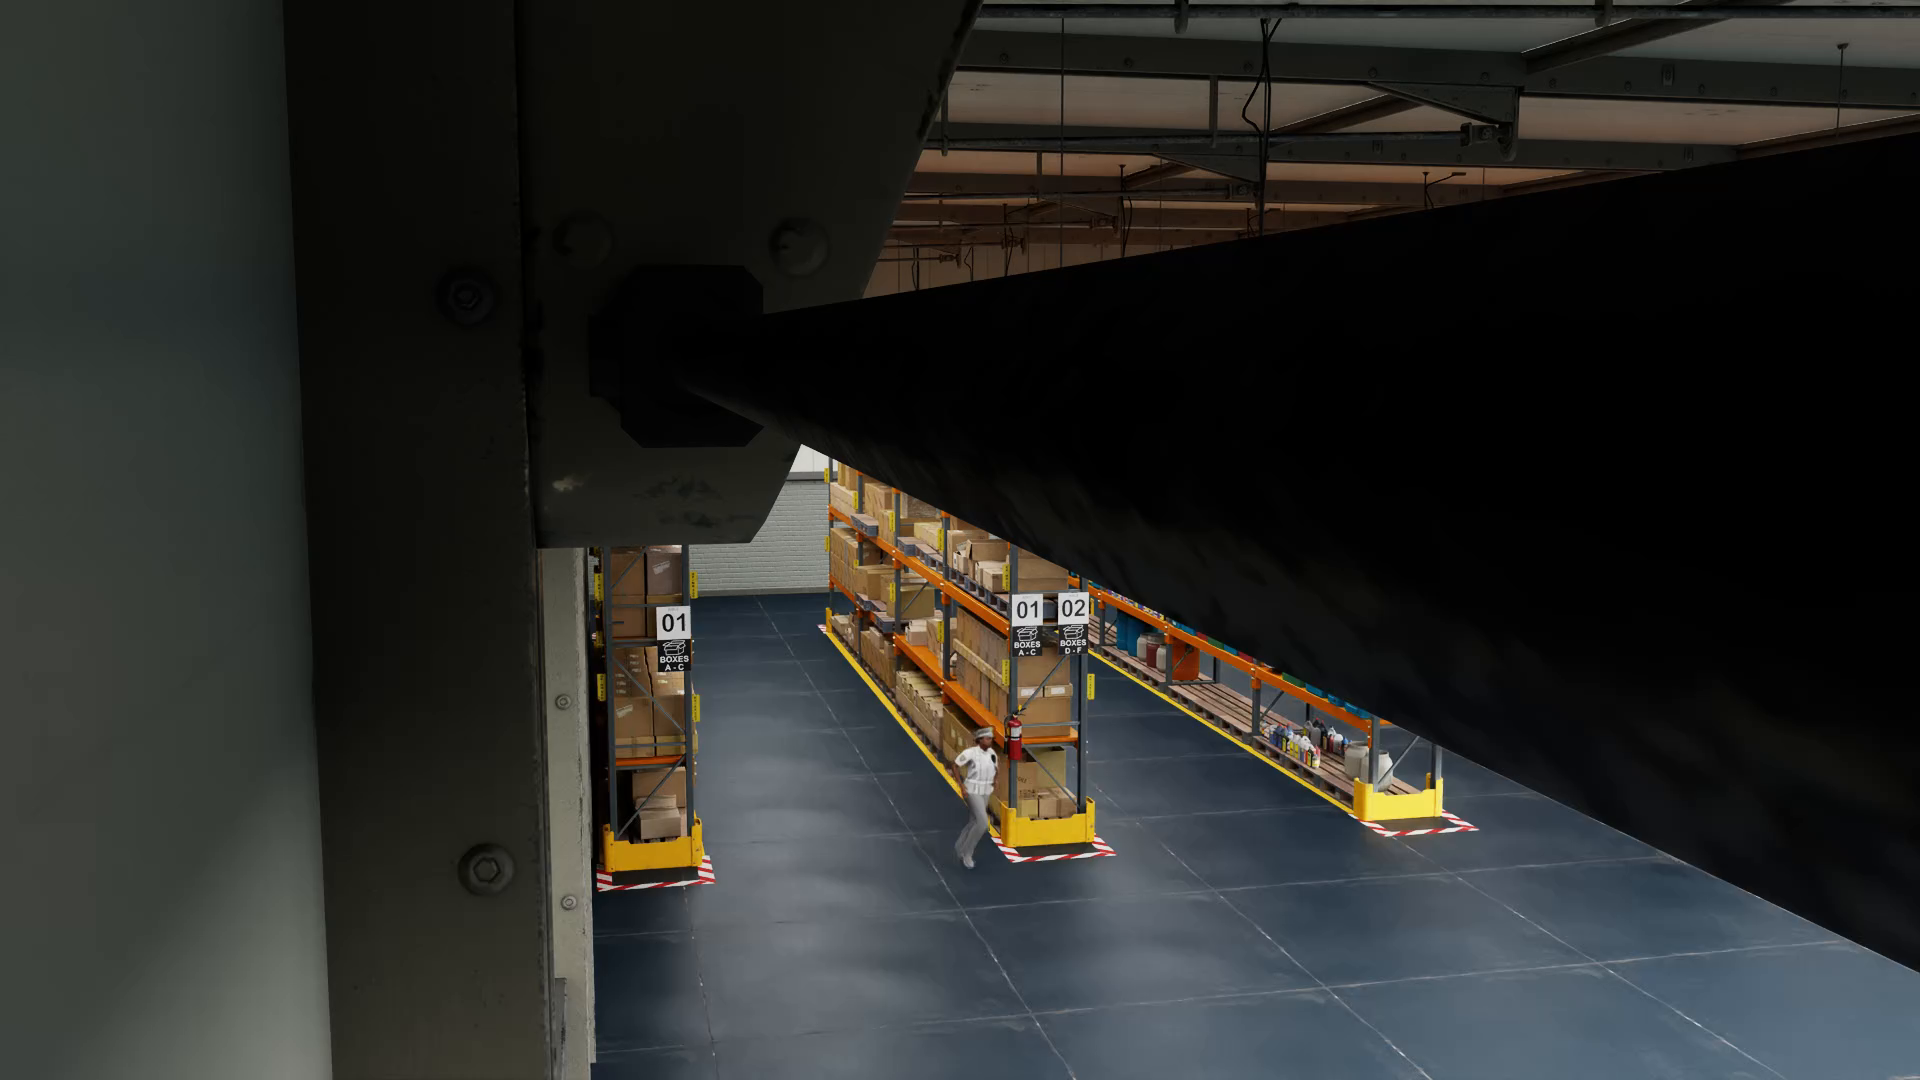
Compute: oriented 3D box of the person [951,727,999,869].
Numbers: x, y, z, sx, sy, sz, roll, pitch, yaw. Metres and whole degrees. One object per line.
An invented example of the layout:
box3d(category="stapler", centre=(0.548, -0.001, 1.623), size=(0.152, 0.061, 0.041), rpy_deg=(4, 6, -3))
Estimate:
box3d(category="person", centre=(0.225, 3.118, 20.278), size=(0.622, 1.695, 0.612), rpy_deg=(6, 9, 44))
